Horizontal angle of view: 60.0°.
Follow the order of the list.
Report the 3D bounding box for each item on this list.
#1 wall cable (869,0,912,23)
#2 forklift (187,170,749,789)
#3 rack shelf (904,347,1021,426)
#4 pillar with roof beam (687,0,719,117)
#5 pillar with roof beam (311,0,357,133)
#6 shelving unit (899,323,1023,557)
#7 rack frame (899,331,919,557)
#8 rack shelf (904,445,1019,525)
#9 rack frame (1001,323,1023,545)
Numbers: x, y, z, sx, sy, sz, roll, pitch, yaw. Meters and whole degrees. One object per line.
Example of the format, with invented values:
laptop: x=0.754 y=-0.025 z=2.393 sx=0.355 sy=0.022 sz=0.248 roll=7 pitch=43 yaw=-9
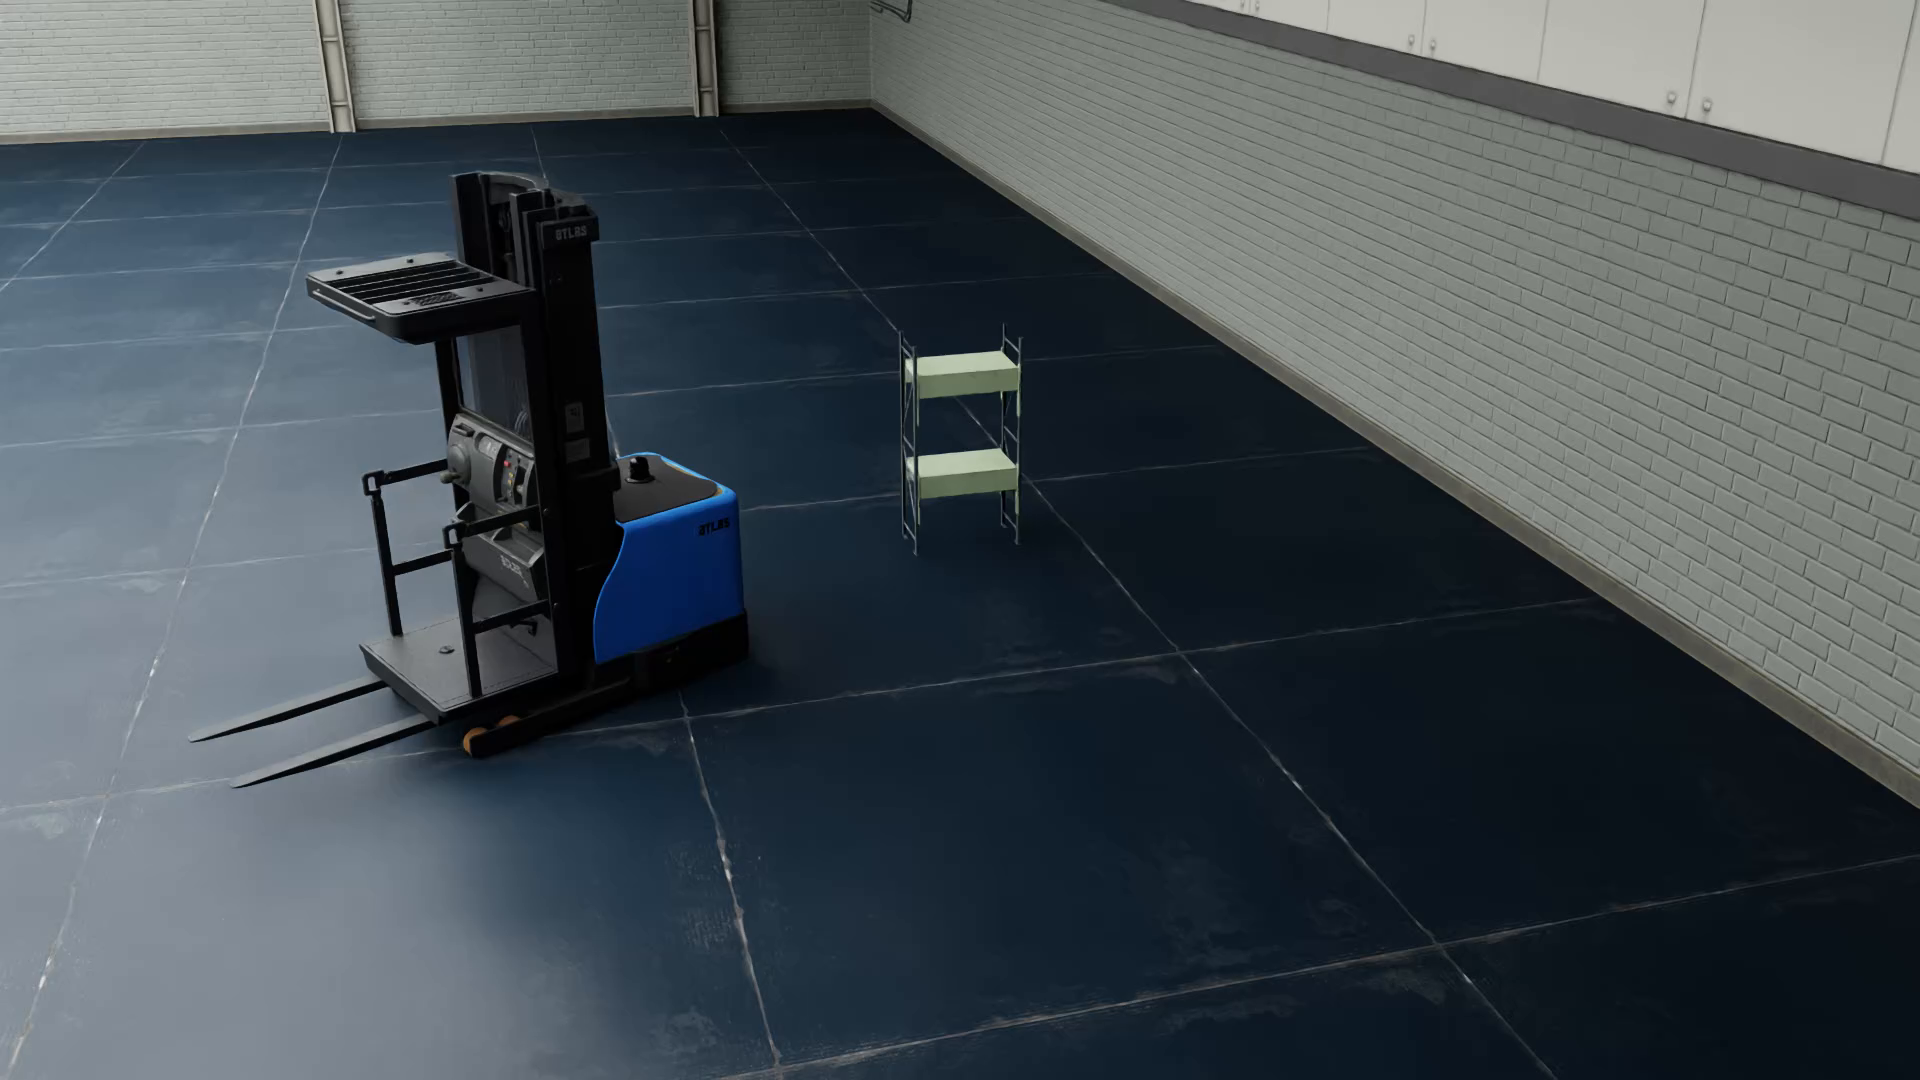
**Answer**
wall cable: x=-1.223 y=-9.926 z=27.409 sx=0.112 sy=2.526 sz=3.097 roll=-6 pitch=24 yaw=-14
forklift: x=-2.718 y=-0.398 z=8.960 sx=3.031 sy=2.935 sz=1.130 roll=-19 pitch=30 yaw=-38
rack shelf: x=0.006 y=-1.049 z=11.302 sx=0.720 sy=0.370 sz=0.431 roll=-6 pitch=24 yaw=-14
pillar with roof beam: x=-3.254 y=-9.907 z=23.426 sx=0.400 sy=9.000 sz=9.100 roll=-6 pitch=24 yaw=-14
pillar with roof beam: x=-9.031 y=-9.268 z=21.937 sx=0.400 sy=9.000 sz=9.100 roll=-6 pitch=24 yaw=-14
shelving unit: x=0.006 y=-0.690 z=11.456 sx=0.755 sy=1.500 sz=0.431 roll=-6 pitch=24 yaw=-14
rack frame: x=-0.346 y=-0.651 z=11.365 sx=0.023 sy=1.500 sz=0.400 roll=-6 pitch=24 yaw=-14
rack shelf: x=0.006 y=-0.390 z=11.584 sx=0.720 sy=0.370 sz=0.431 roll=-6 pitch=24 yaw=-14
rack frame: x=0.359 y=-0.729 z=11.547 sx=0.023 sy=1.500 sz=0.400 roll=-6 pitch=24 yaw=-14
